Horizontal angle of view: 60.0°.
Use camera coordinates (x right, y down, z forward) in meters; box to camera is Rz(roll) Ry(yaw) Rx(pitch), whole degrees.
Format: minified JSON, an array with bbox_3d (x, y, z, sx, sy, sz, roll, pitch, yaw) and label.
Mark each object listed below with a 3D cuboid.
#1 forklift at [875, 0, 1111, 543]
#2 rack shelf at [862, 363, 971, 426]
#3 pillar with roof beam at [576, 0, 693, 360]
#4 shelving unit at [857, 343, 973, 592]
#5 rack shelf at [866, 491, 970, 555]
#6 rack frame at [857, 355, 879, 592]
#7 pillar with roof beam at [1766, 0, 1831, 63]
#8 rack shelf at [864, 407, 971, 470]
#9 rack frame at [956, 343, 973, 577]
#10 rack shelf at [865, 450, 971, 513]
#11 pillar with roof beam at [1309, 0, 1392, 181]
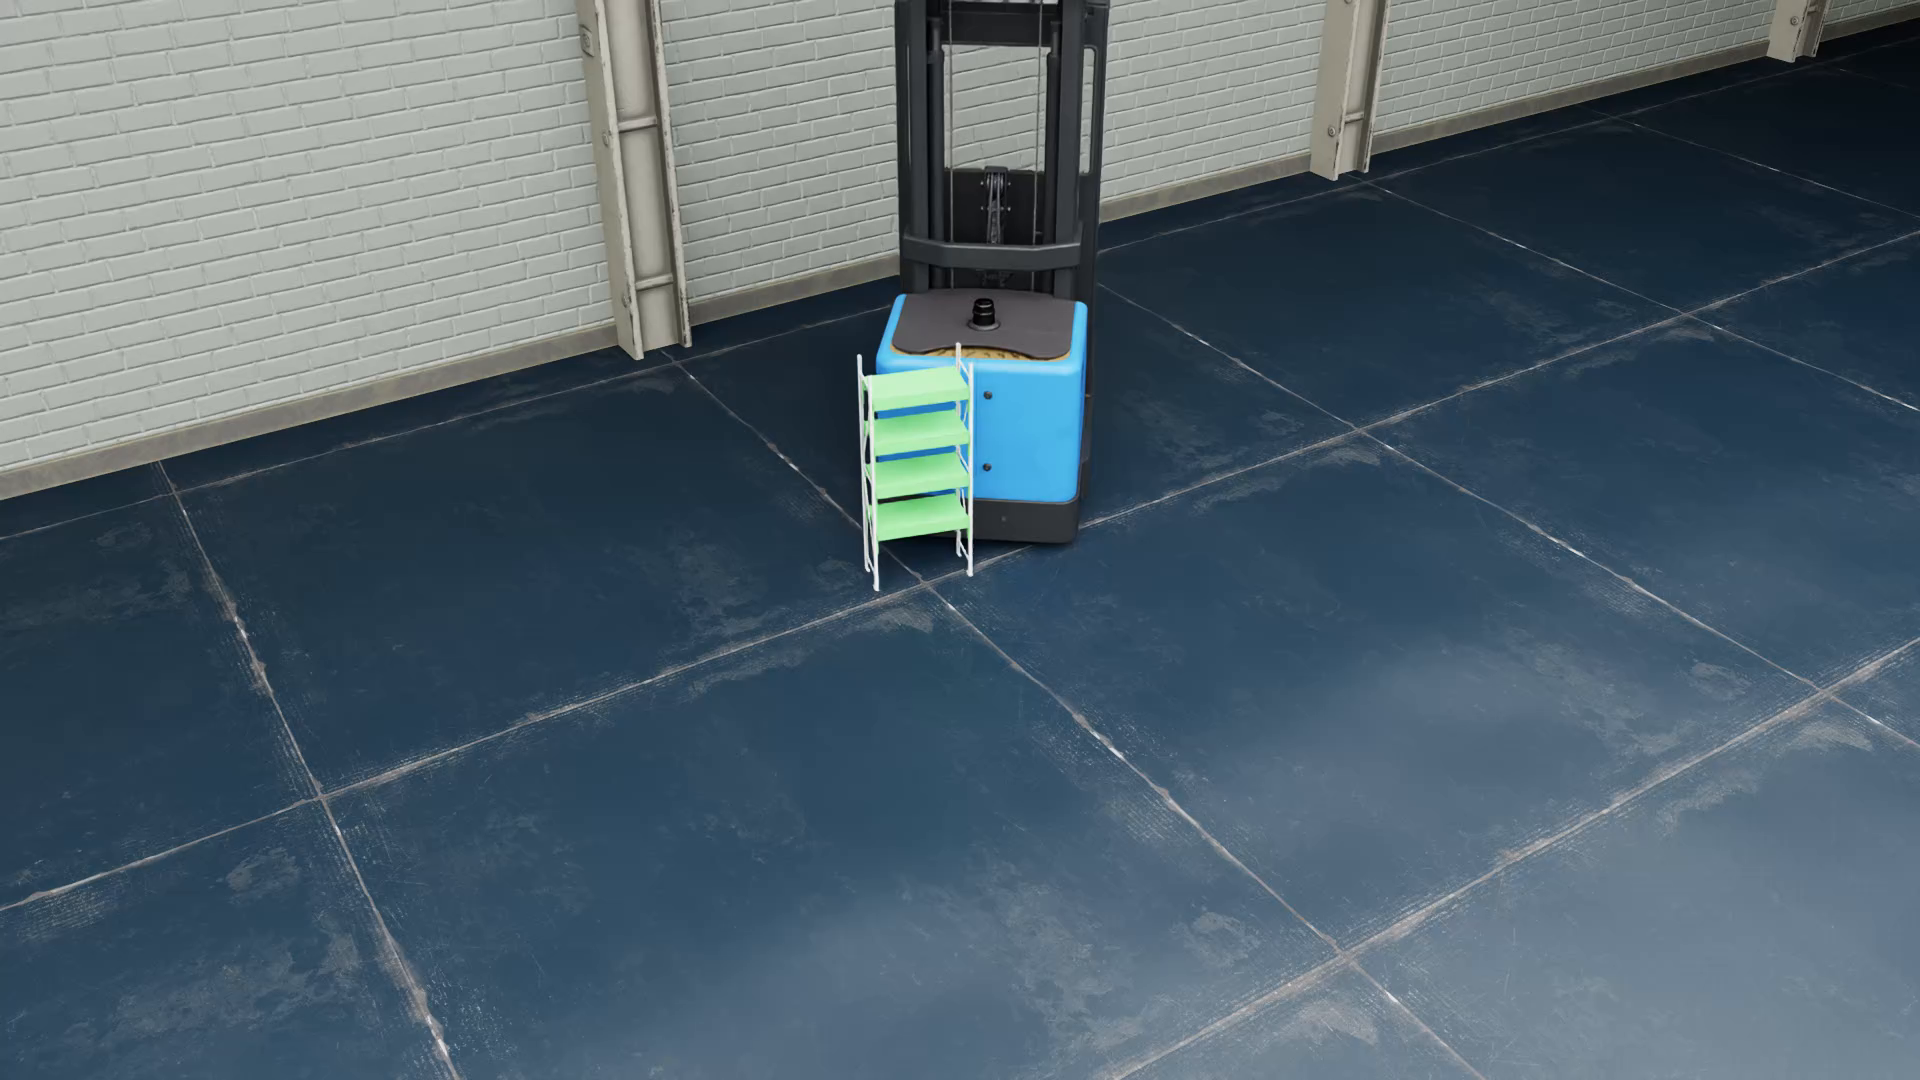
[{"bbox_3d":[0.236,-1.989,9.155,1.130,2.935,3.031,3,32,5],"label":"forklift"},{"bbox_3d":[-0.213,-0.698,7.952,0.480,0.148,0.258,-9,33,-13],"label":"rack shelf"},{"bbox_3d":[0.357,-3.143,5.298,0.400,9.000,9.100,-19,37,-27],"label":"pillar with roof beam"},{"bbox_3d":[-0.213,-0.346,8.174,0.503,1.200,0.258,-9,33,-13],"label":"shelving unit"},{"bbox_3d":[-0.213,-0.089,8.336,0.480,0.148,0.258,-9,33,-13],"label":"rack shelf"},{"bbox_3d":[-0.448,-0.310,8.117,0.015,1.200,0.240,-9,33,-13],"label":"rack frame"},{"bbox_3d":[10.443,-6.612,10.797,0.400,9.000,9.100,-19,37,-27],"label":"pillar with roof beam"},{"bbox_3d":[-0.213,-0.495,8.080,0.480,0.148,0.258,-9,33,-13],"label":"rack shelf"},{"bbox_3d":[0.022,-0.382,8.230,0.015,1.200,0.240,-9,33,-13],"label":"rack frame"},{"bbox_3d":[-0.213,-0.292,8.208,0.480,0.148,0.258,-9,33,-13],"label":"rack shelf"},{"bbox_3d":[5.400,-4.877,8.048,0.400,9.000,9.100,-19,37,-27],"label":"pillar with roof beam"}]
